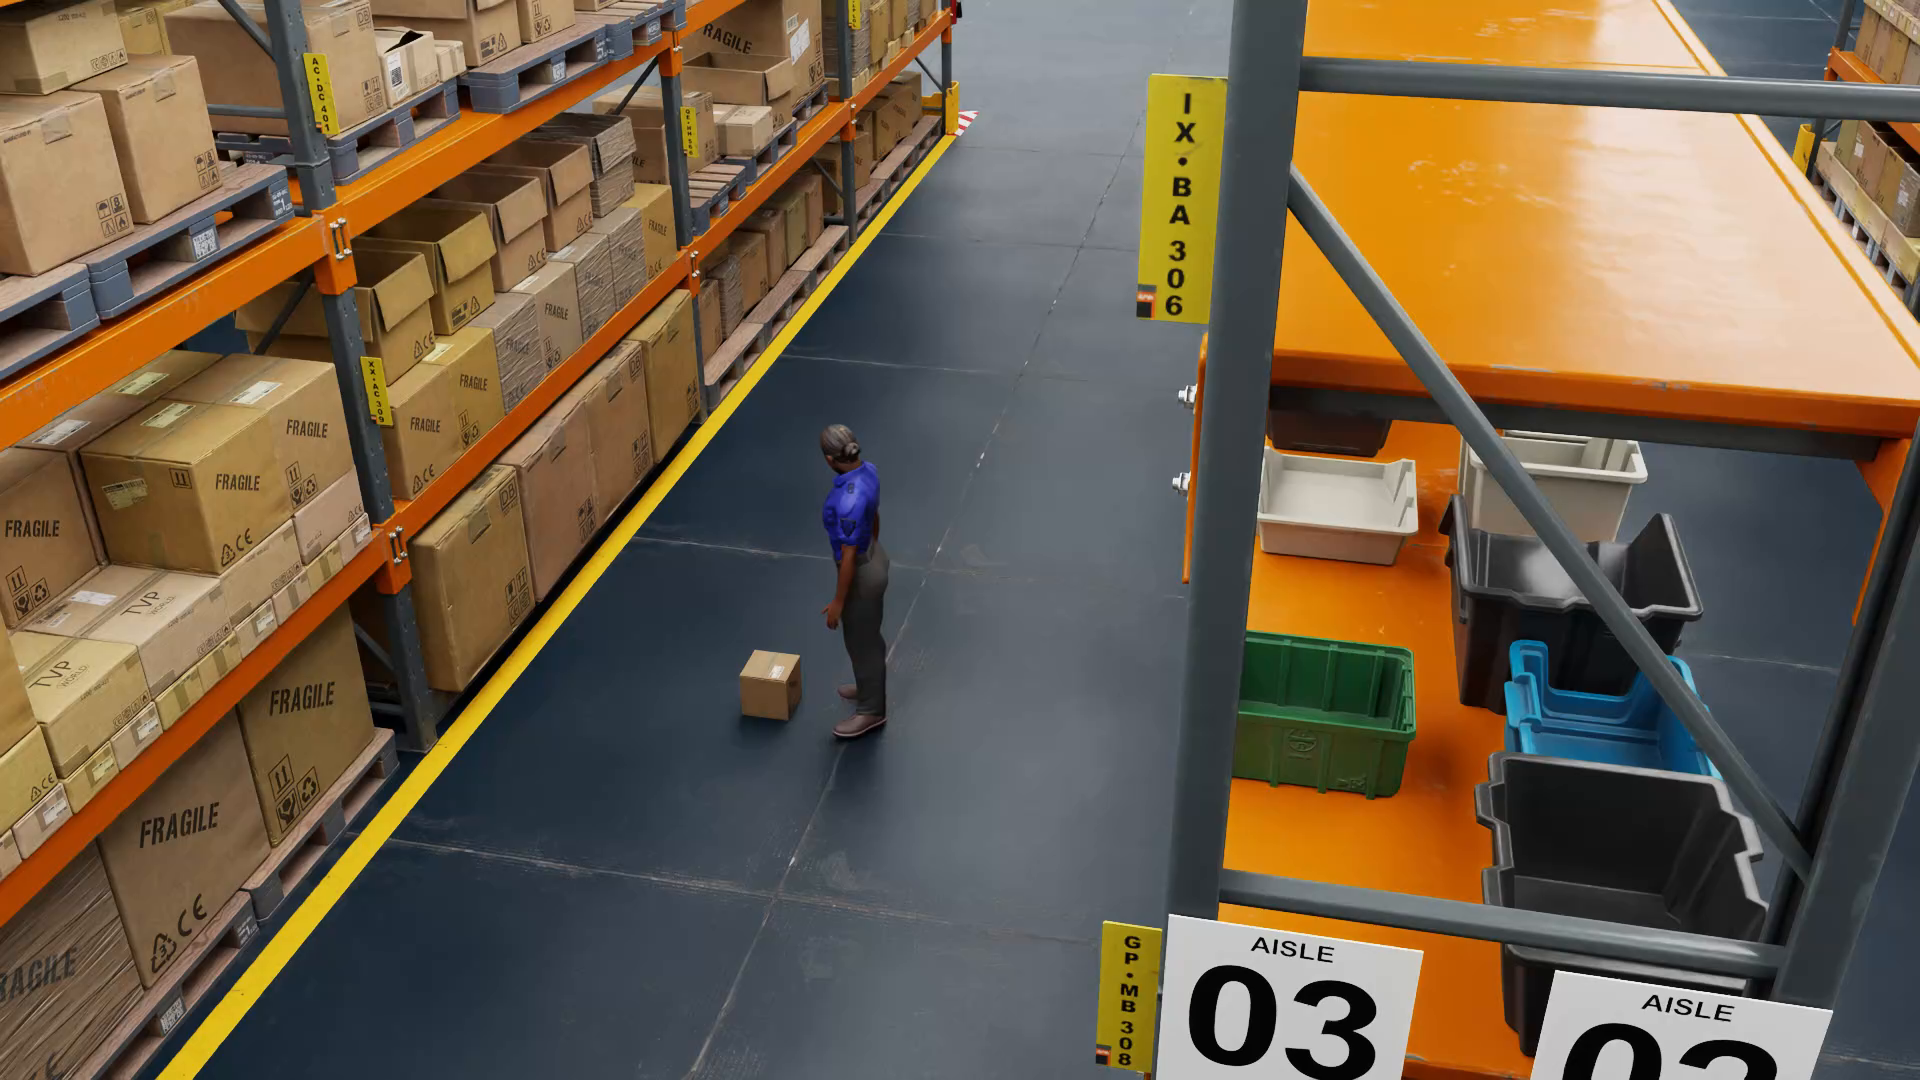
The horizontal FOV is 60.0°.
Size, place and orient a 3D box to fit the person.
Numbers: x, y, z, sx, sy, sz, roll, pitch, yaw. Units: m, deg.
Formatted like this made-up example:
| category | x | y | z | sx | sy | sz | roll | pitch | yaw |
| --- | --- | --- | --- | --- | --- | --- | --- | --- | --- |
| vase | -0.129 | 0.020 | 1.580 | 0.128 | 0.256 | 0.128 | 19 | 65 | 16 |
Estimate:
| category | x | y | z | sx | sy | sz | roll | pitch | yaw |
| --- | --- | --- | --- | --- | --- | --- | --- | --- | --- |
| person | -0.509 | 0.209 | 8.244 | 0.324 | 1.669 | 0.548 | 1 | 29 | 1 |
